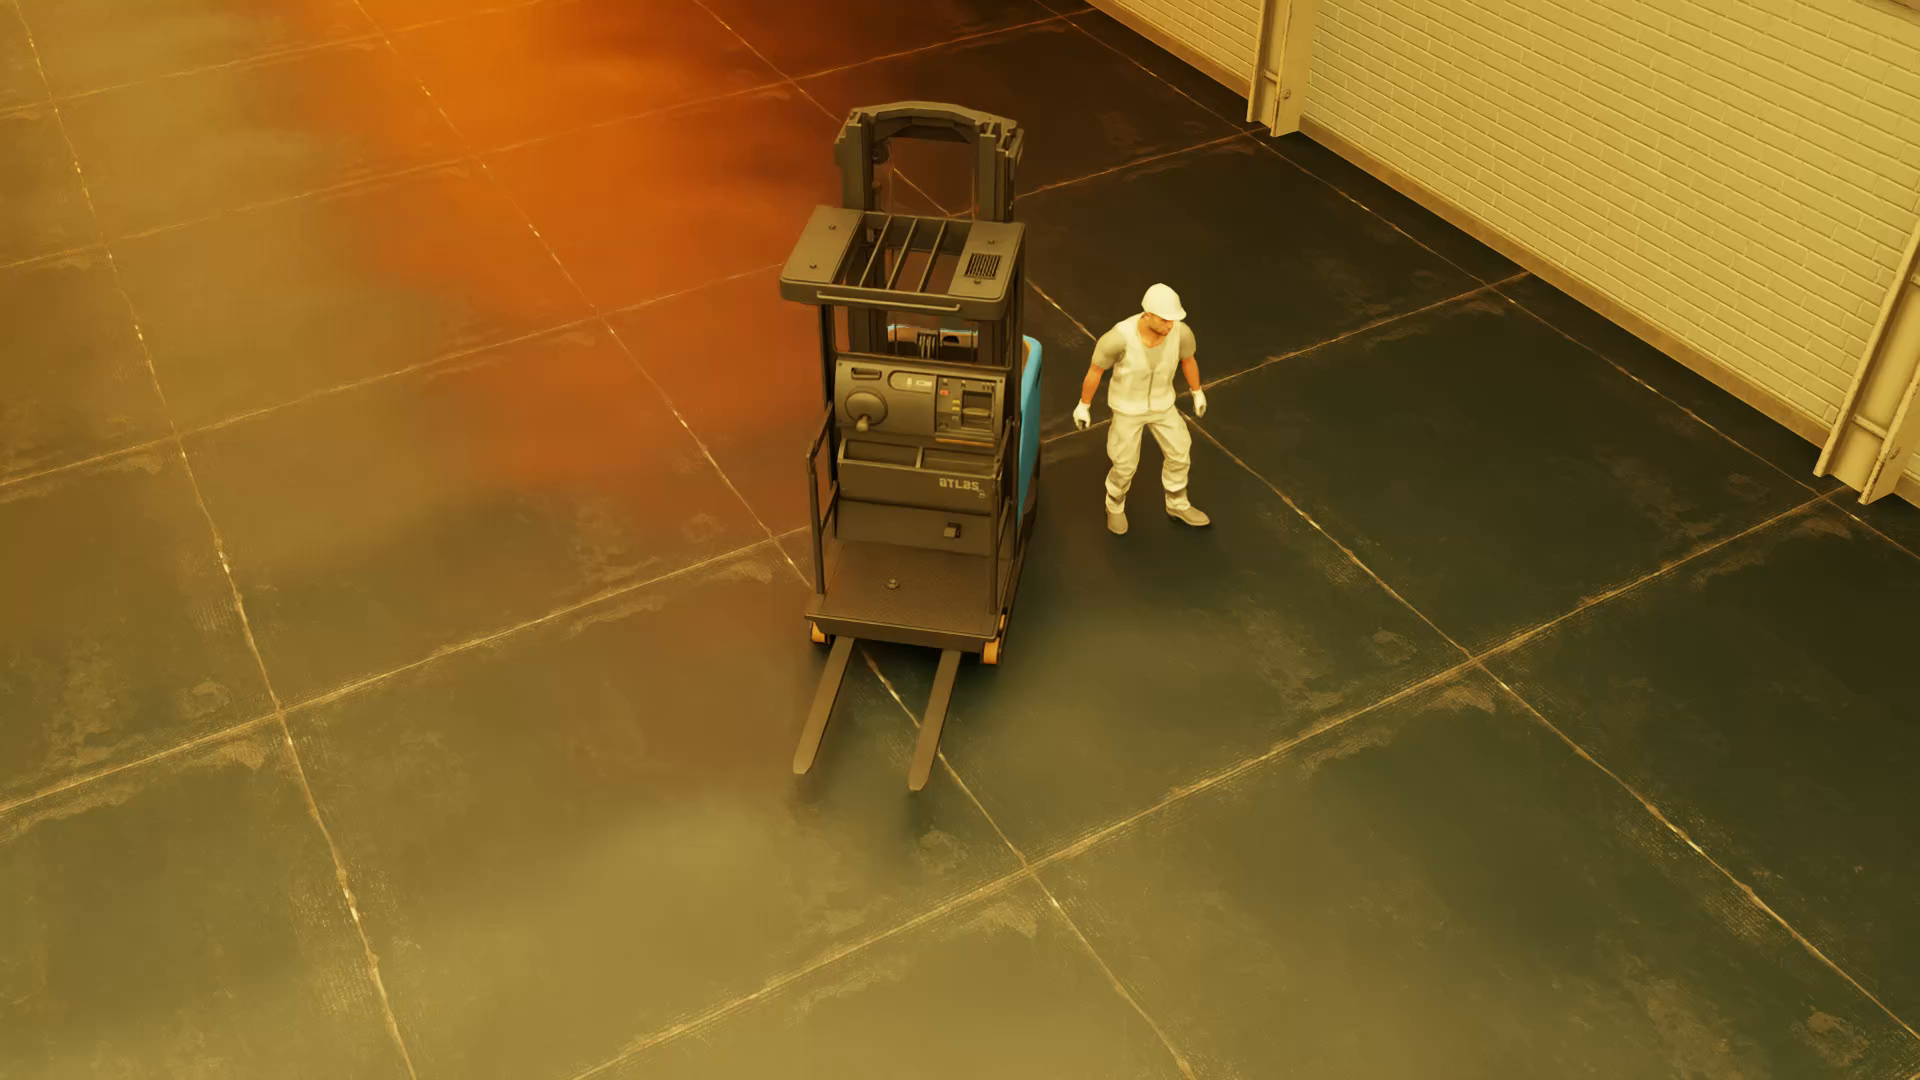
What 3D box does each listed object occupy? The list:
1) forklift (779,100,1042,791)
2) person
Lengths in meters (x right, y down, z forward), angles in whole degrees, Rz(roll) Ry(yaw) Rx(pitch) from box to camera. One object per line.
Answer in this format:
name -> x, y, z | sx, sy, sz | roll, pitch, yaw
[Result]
forklift -> -0.256, -0.673, 8.847 | 1.130, 2.935, 3.031 | 7, 40, 8
person -> 1.122, -0.776, 9.899 | 0.854, 1.750, 0.433 | -10, 41, -12
